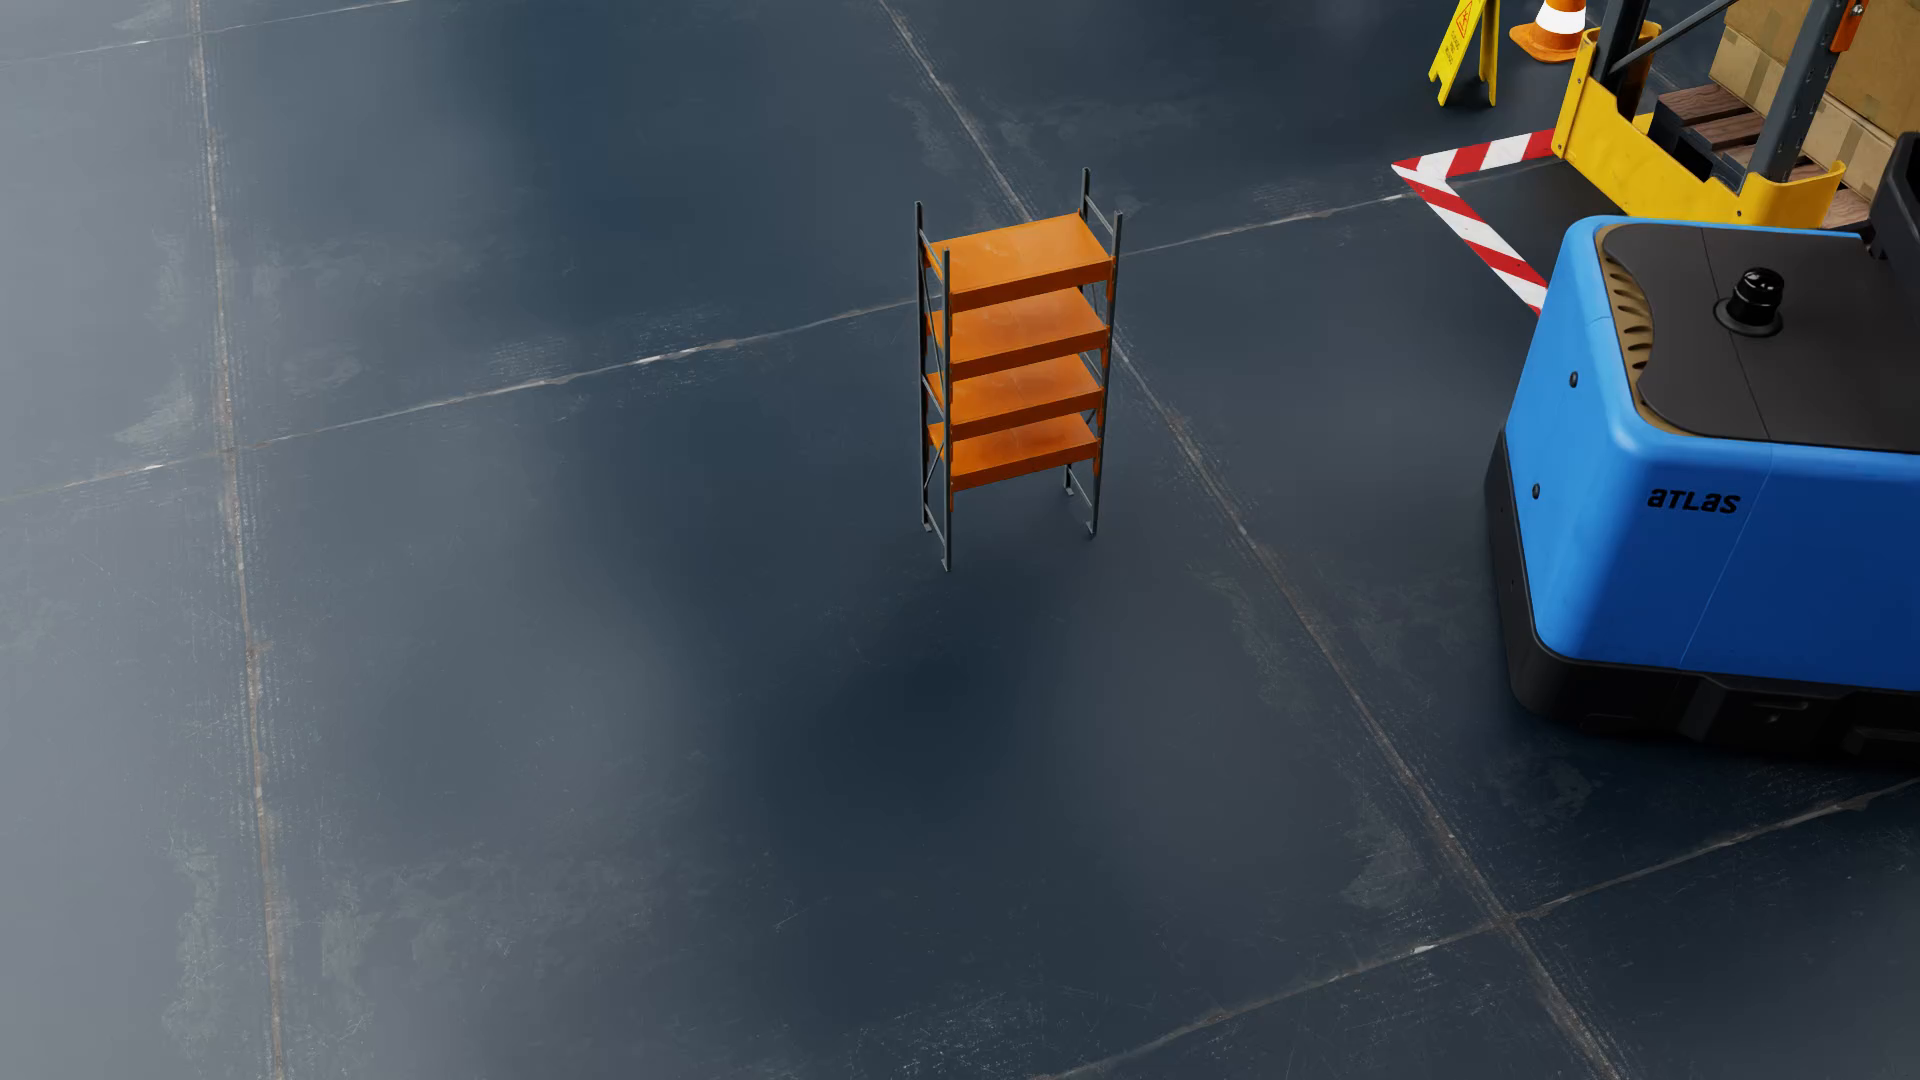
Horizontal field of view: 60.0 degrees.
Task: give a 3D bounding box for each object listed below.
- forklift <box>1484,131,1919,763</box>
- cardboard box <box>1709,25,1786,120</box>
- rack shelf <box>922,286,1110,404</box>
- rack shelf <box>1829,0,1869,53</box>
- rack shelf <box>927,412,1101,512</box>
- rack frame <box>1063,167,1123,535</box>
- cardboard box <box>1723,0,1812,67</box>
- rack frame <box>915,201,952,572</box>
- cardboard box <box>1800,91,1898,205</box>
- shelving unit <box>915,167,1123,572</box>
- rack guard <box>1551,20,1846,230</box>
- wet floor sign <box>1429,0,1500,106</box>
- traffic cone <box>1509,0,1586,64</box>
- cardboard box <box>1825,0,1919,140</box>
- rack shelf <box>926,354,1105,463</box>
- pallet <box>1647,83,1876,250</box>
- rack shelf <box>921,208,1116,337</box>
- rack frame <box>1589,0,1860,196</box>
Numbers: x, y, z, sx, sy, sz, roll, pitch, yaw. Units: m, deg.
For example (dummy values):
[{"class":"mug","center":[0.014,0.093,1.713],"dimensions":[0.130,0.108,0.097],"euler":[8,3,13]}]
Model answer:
[{"class":"forklift","center":[3.125,-0.724,3.903],"dimensions":[3.031,2.935,1.130],"euler":[5,45,5]},{"class":"cardboard box","center":[3.400,-1.892,6.663],"dimensions":[0.500,0.250,0.500],"euler":[-15,47,-14]},{"class":"rack shelf","center":[0.156,-0.574,4.754],"dimensions":[0.480,0.148,0.258],"euler":[-14,47,-14]},{"class":"rack shelf","center":[4.589,-2.562,6.194],"dimensions":[4.000,0.370,1.077],"euler":[-14,47,-14]},{"class":"rack shelf","center":[0.156,-0.276,5.053],"dimensions":[0.480,0.148,0.258],"euler":[-14,47,-14]},{"class":"rack frame","center":[0.385,-0.522,4.923],"dimensions":[0.015,1.200,0.240],"euler":[-14,47,-14]},{"class":"cardboard box","center":[3.373,-2.144,6.384],"dimensions":[0.500,0.500,0.500],"euler":[-14,47,-14]},{"class":"rack frame","center":[-0.074,-0.405,4.806],"dimensions":[0.015,1.200,0.240],"euler":[-14,47,-14]},{"class":"cardboard box","center":[3.561,-1.522,6.294],"dimensions":[0.500,0.250,0.500],"euler":[-15,47,-14]},{"class":"shelving unit","center":[0.156,-0.463,4.865],"dimensions":[0.503,1.200,0.258],"euler":[-14,47,-14]},{"class":"rack guard","center":[2.780,-1.471,6.363],"dimensions":[0.348,0.500,1.175],"euler":[-14,47,-14]},{"class":"wet floor sign","center":[2.166,-2.171,6.958],"dimensions":[0.232,0.644,0.267],"euler":[0,45,0]},{"class":"traffic cone","center":[2.675,-2.402,7.318],"dimensions":[0.334,0.463,0.336],"euler":[-14,47,-14]},{"class":"cardboard box","center":[3.583,-1.793,6.035],"dimensions":[0.500,0.500,0.500],"euler":[-16,47,-15]},{"class":"rack shelf","center":[0.156,-0.416,4.912],"dimensions":[0.480,0.148,0.258],"euler":[-14,47,-14]},{"class":"pallet","center":[3.556,-1.541,6.637],"dimensions":[1.213,0.211,1.003],"euler":[-14,47,-14]},{"class":"rack shelf","center":[0.156,-0.741,4.586],"dimensions":[0.480,0.148,0.258],"euler":[-14,47,-14]},{"class":"rack frame","center":[2.708,-2.335,5.460],"dimensions":[0.127,3.000,1.000],"euler":[-14,47,-14]}]
